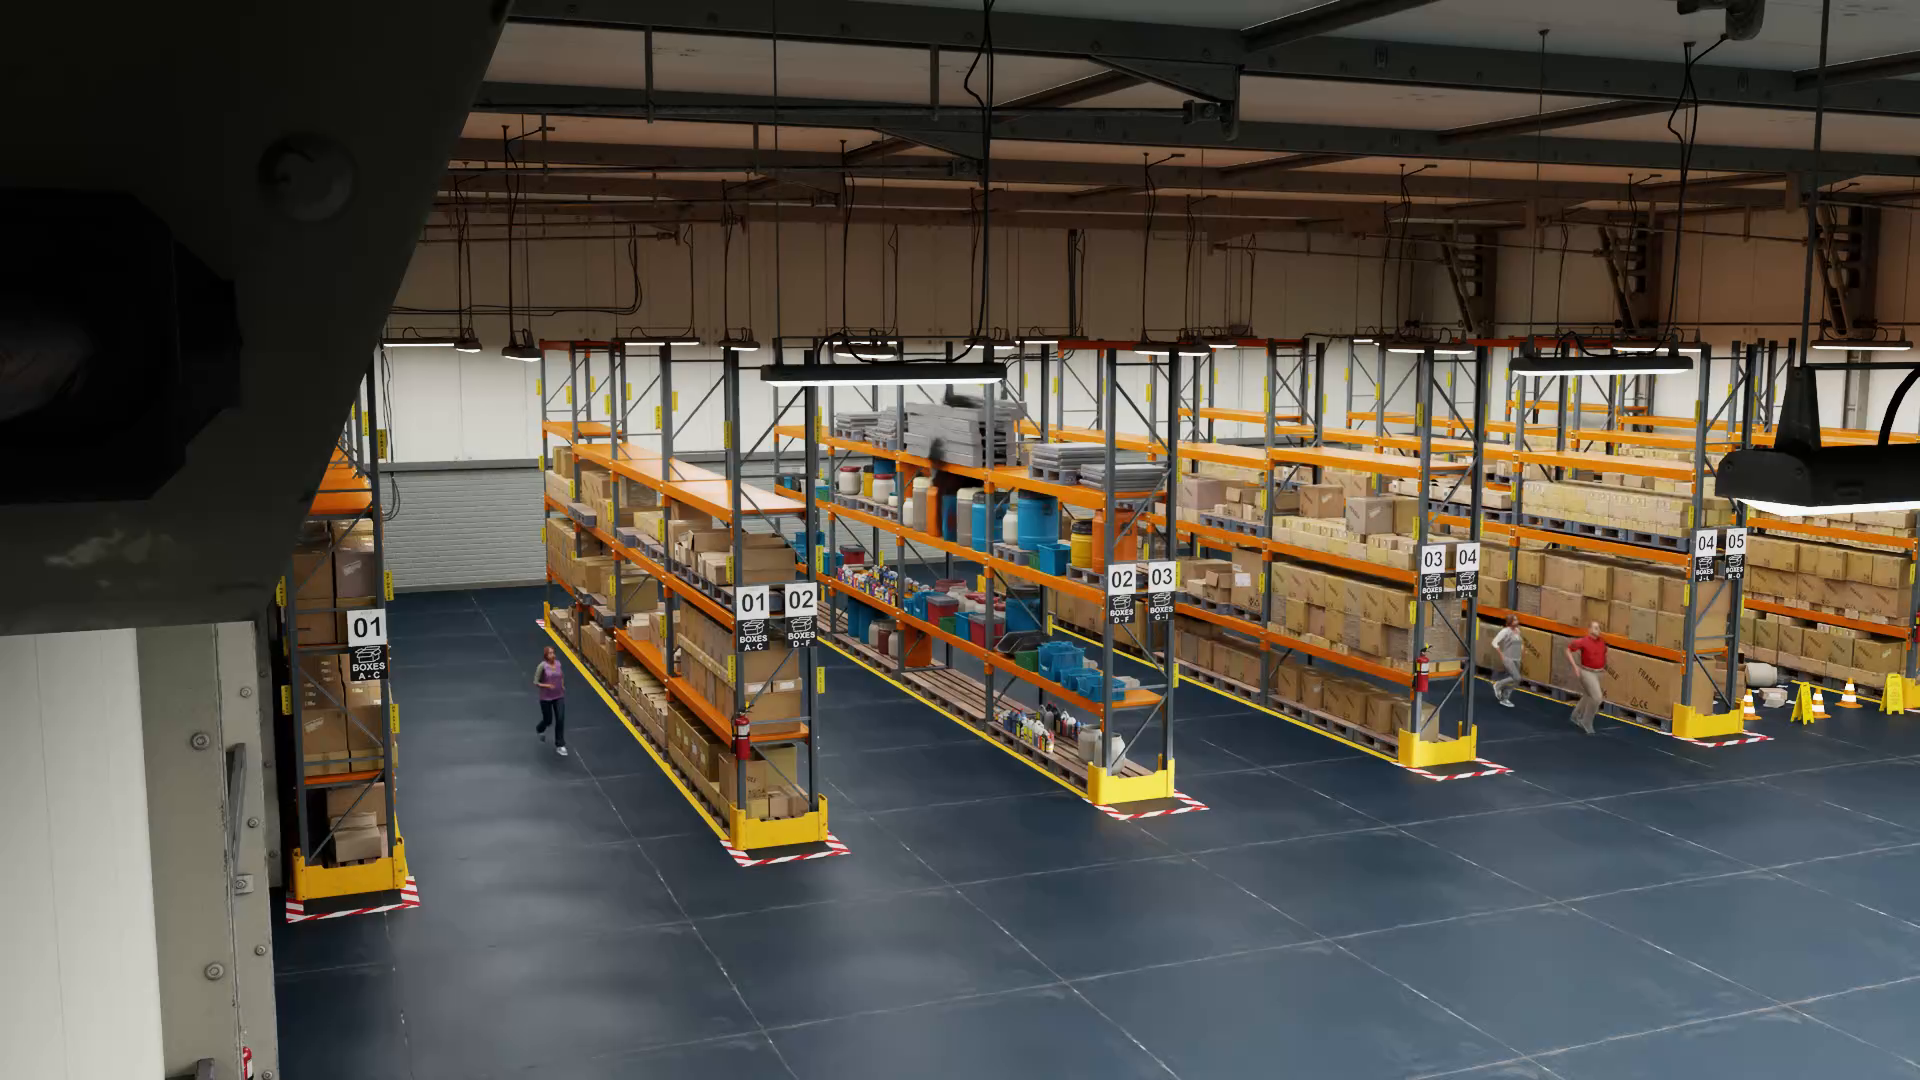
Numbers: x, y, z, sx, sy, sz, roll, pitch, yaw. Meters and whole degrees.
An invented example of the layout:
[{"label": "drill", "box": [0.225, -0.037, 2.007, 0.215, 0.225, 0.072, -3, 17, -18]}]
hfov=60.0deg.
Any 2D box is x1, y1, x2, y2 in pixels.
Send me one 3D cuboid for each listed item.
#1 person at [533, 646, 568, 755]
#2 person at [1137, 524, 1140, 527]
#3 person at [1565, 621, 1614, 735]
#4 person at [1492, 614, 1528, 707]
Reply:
[{"label": "person", "box": [-6.019, 2.344, 24.535, 0.541, 1.567, 0.838, -5, 9, -36]}, {"label": "person", "box": [4.000, 0.396, 39.628, 0.763, 1.590, 0.692, 0, 7, -4]}, {"label": "person", "box": [9.802, 2.141, 25.829, 0.632, 1.787, 0.761, -5, 9, -33]}, {"label": "person", "box": [9.139, 1.996, 27.483, 0.534, 1.558, 0.496, -5, 9, -33]}]
